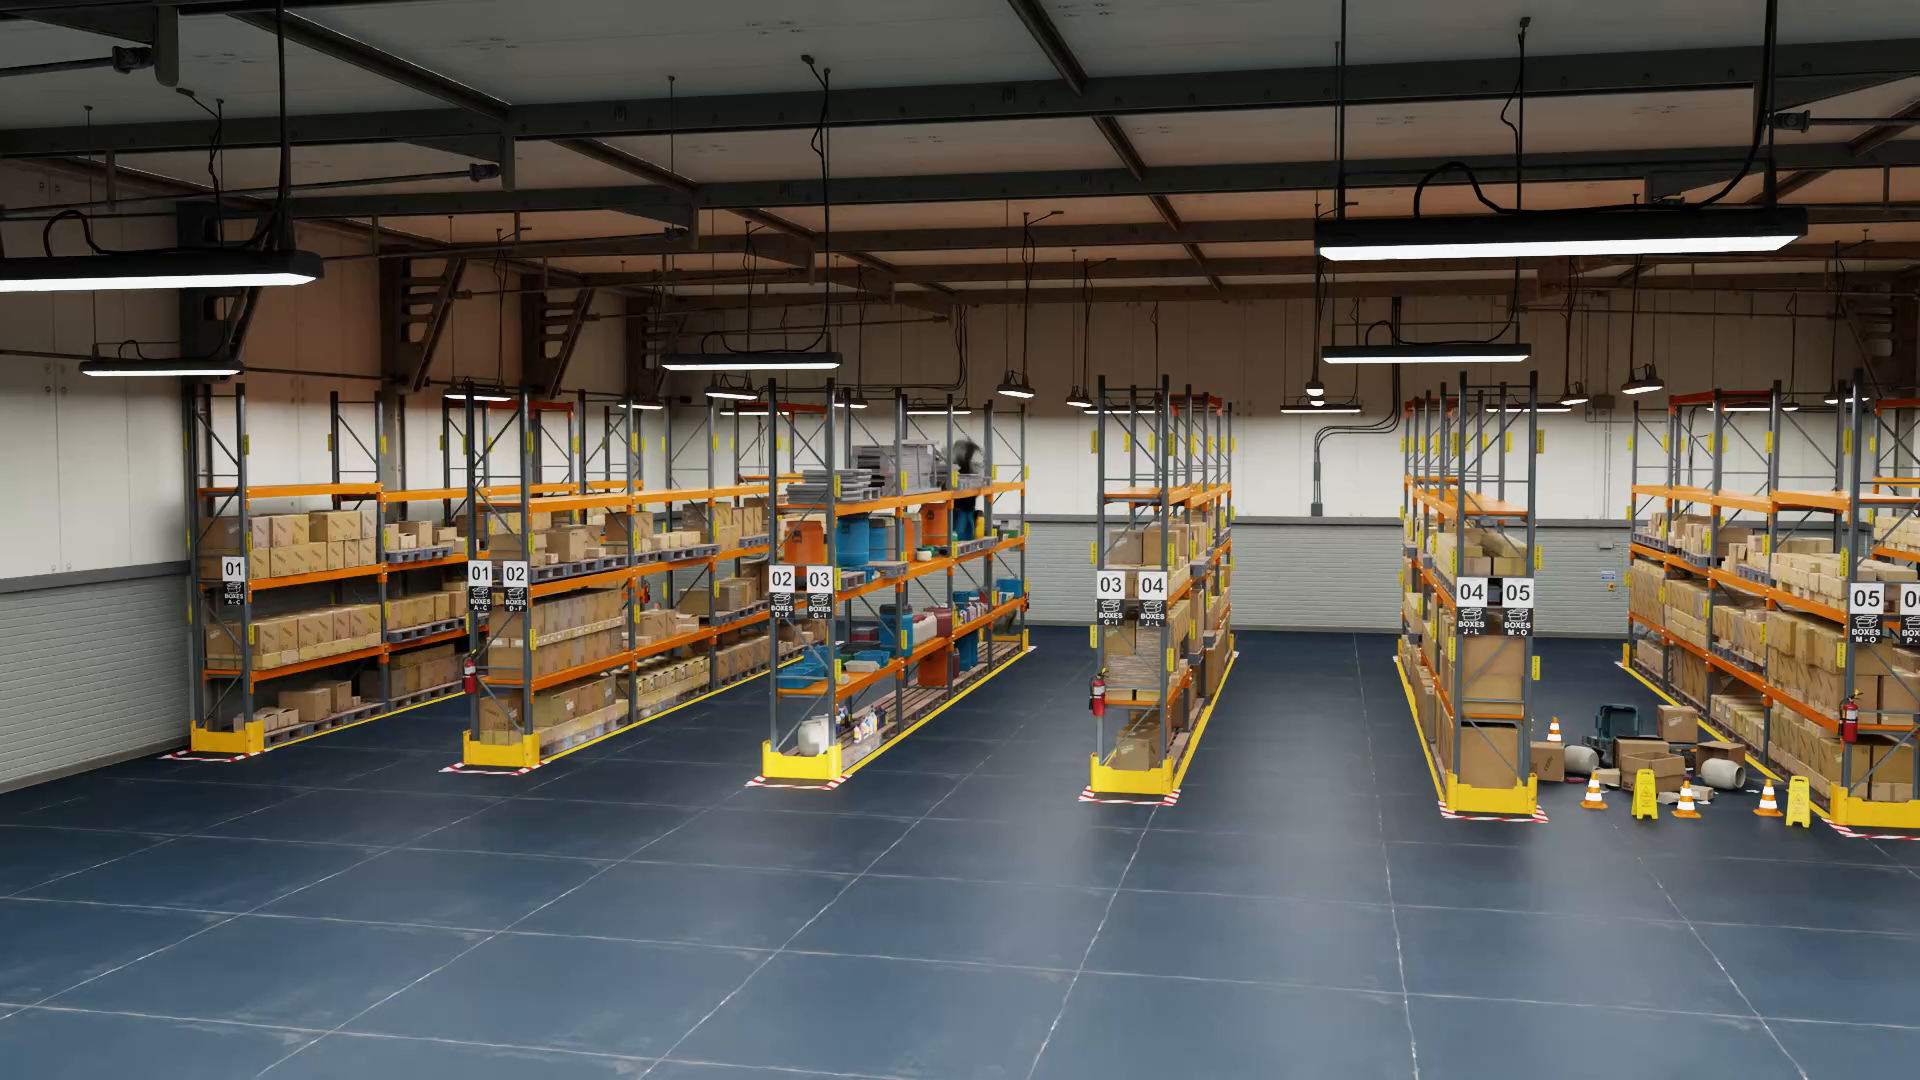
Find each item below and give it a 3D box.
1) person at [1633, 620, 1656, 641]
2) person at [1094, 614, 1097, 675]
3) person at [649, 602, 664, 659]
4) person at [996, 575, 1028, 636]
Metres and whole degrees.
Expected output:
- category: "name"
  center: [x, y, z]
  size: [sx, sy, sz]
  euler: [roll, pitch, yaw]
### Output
- category: "person"
  center: [16.236, 1.858, 39.445]
  size: [0.709, 1.793, 0.659]
  euler: [0, 3, -8]
- category: "person"
  center: [2.991, 1.920, 33.852]
  size: [0.677, 1.735, 0.698]
  euler: [2, 4, 33]
- category: "person"
  center: [-6.576, 2.148, 36.265]
  size: [0.616, 1.590, 0.619]
  euler: [0, 3, 3]
- category: "person"
  center: [1.280, 1.745, 42.694]
  size: [0.889, 1.647, 0.761]
  euler: [-2, 4, -25]
